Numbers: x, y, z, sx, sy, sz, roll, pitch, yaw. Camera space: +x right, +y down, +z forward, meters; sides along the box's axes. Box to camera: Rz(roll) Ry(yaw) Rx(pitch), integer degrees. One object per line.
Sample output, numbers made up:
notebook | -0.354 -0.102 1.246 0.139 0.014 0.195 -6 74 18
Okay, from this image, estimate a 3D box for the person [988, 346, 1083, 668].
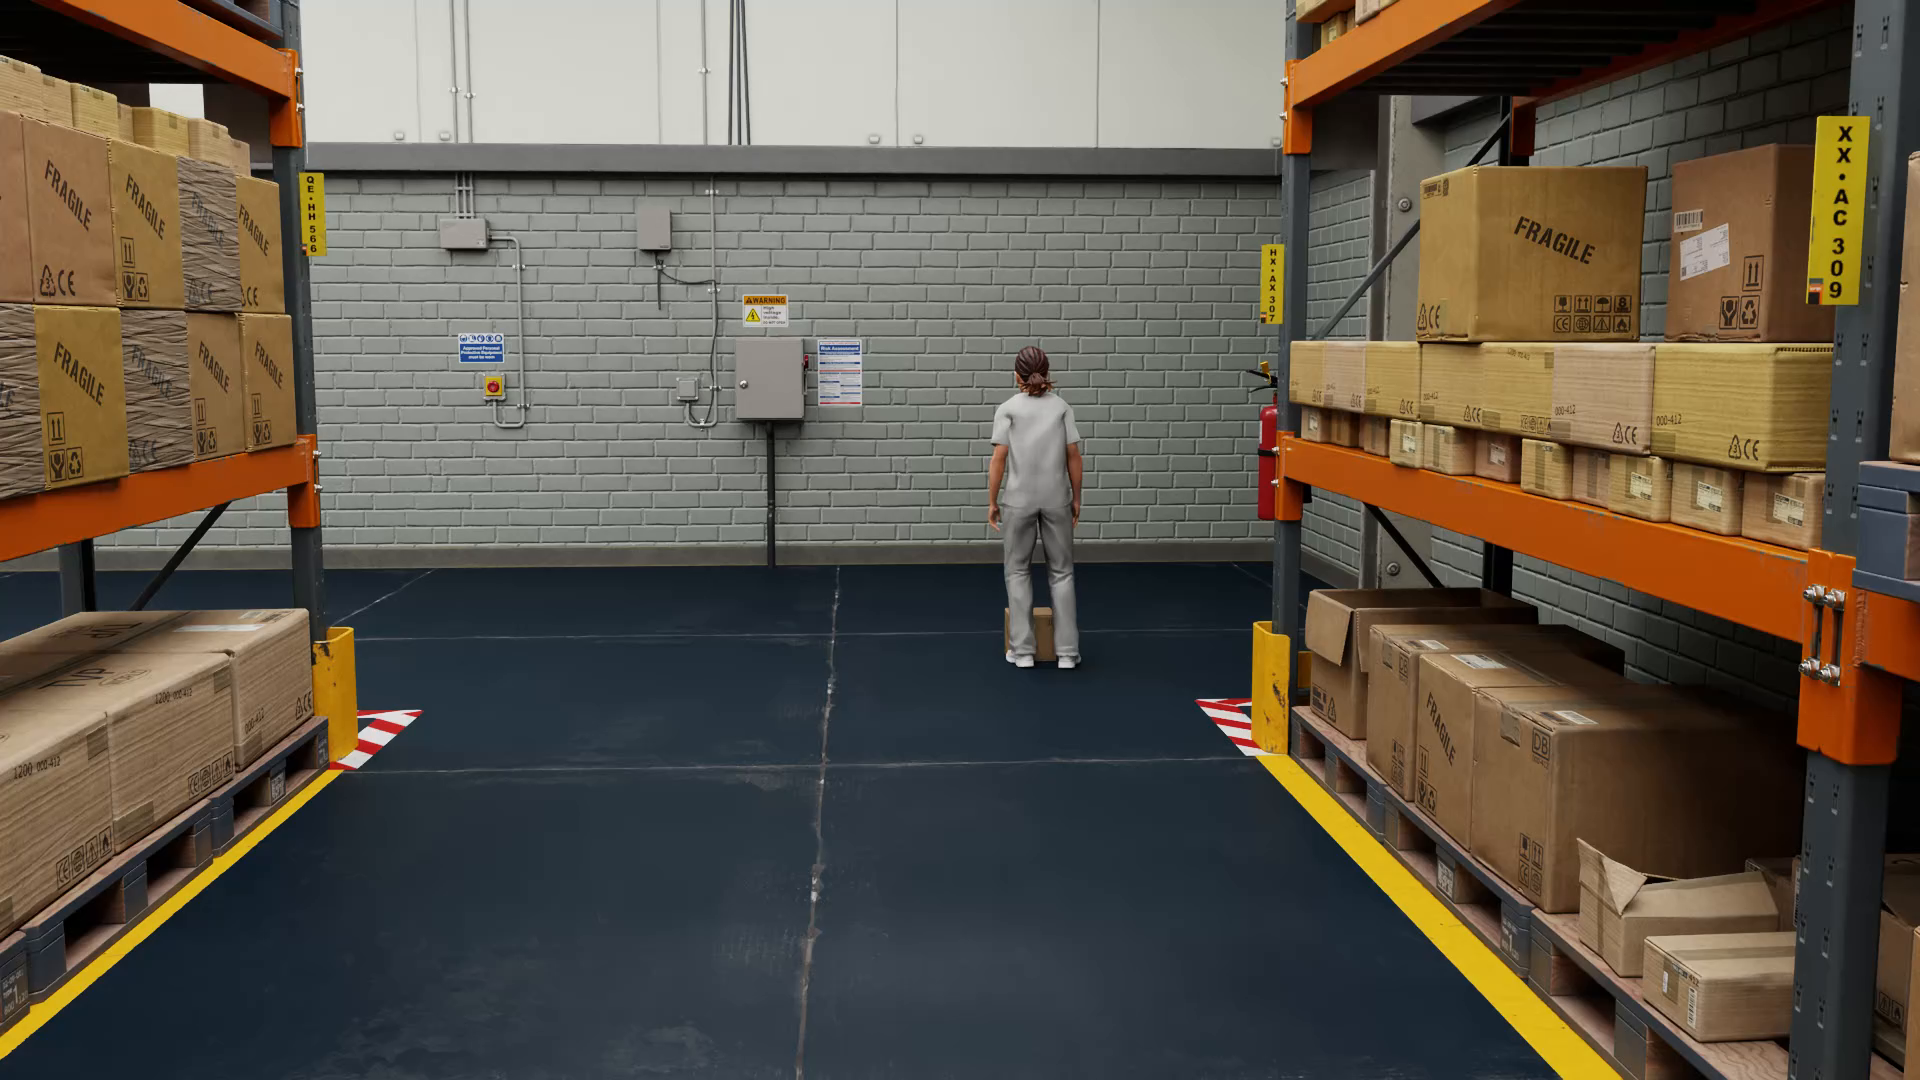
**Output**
person | 0.397 -0.143 8.666 0.514 1.617 0.409 -1 7 -7
